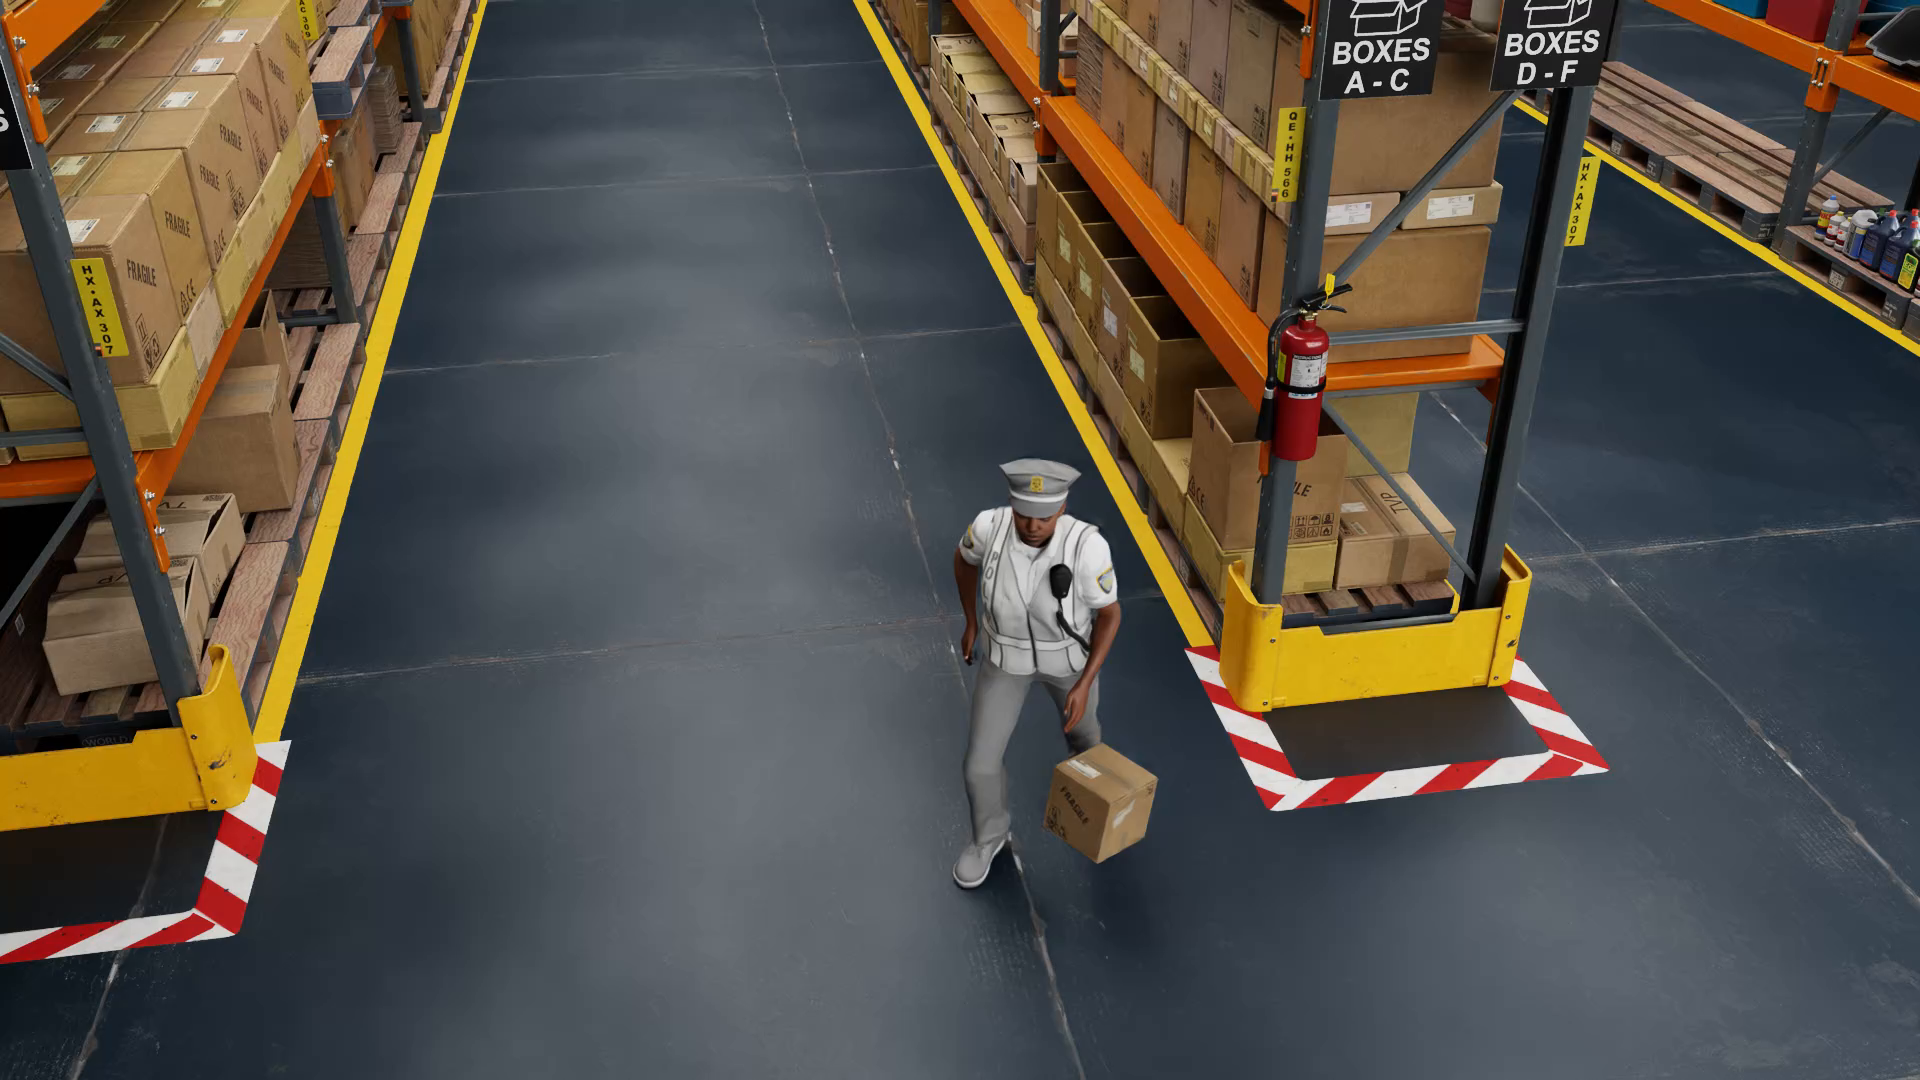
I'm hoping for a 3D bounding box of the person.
[{"bbox_3d":[0.265,0.373,5.531,0.597,1.631,0.684,4,31,7],"label":"person"}]
